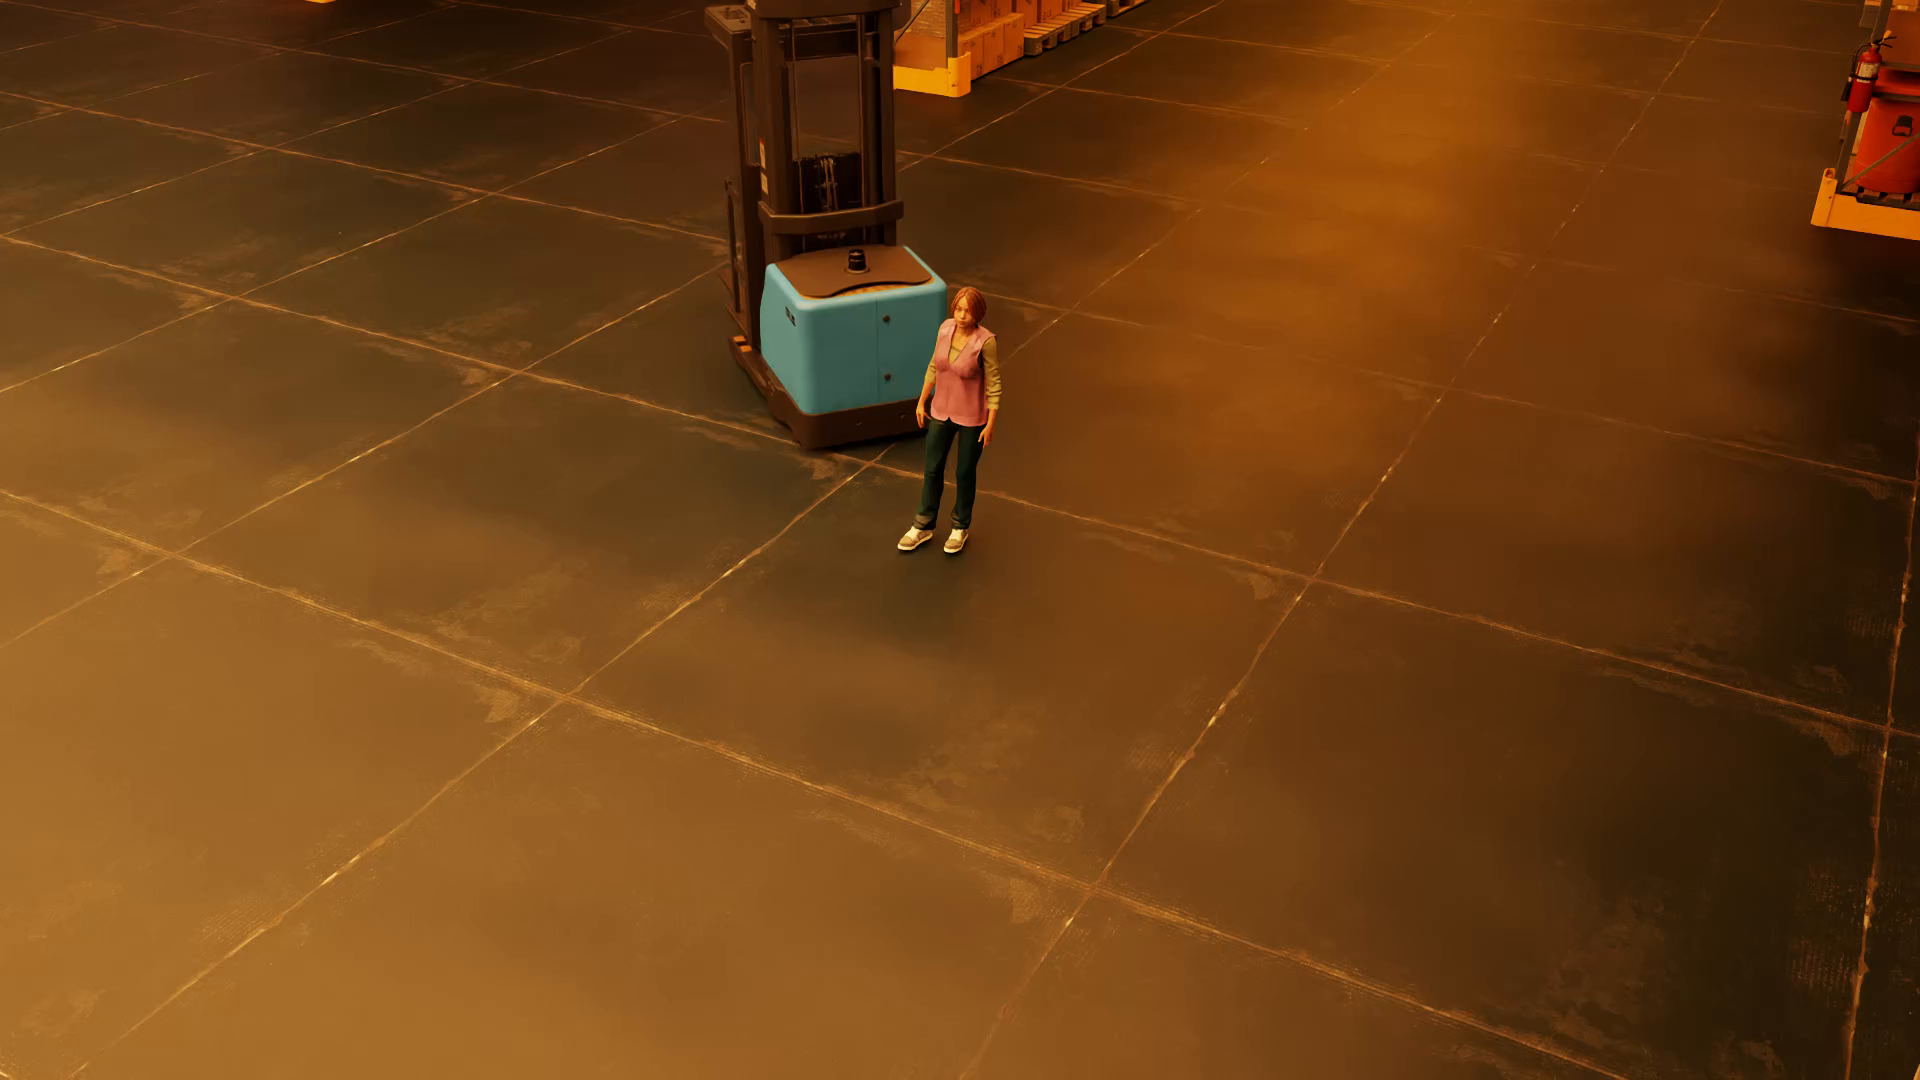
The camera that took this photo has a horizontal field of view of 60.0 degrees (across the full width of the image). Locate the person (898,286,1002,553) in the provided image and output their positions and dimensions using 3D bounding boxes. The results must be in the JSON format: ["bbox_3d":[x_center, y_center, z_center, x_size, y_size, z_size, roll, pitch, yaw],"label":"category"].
[{"bbox_3d":[-0.048,-0.669,9.550,0.520,1.597,0.476,15,33,25],"label":"person"}]

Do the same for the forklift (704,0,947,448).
[{"bbox_3d":[-1.073,-2.594,11.566,1.130,2.935,3.031,-11,32,-18],"label":"forklift"}]
